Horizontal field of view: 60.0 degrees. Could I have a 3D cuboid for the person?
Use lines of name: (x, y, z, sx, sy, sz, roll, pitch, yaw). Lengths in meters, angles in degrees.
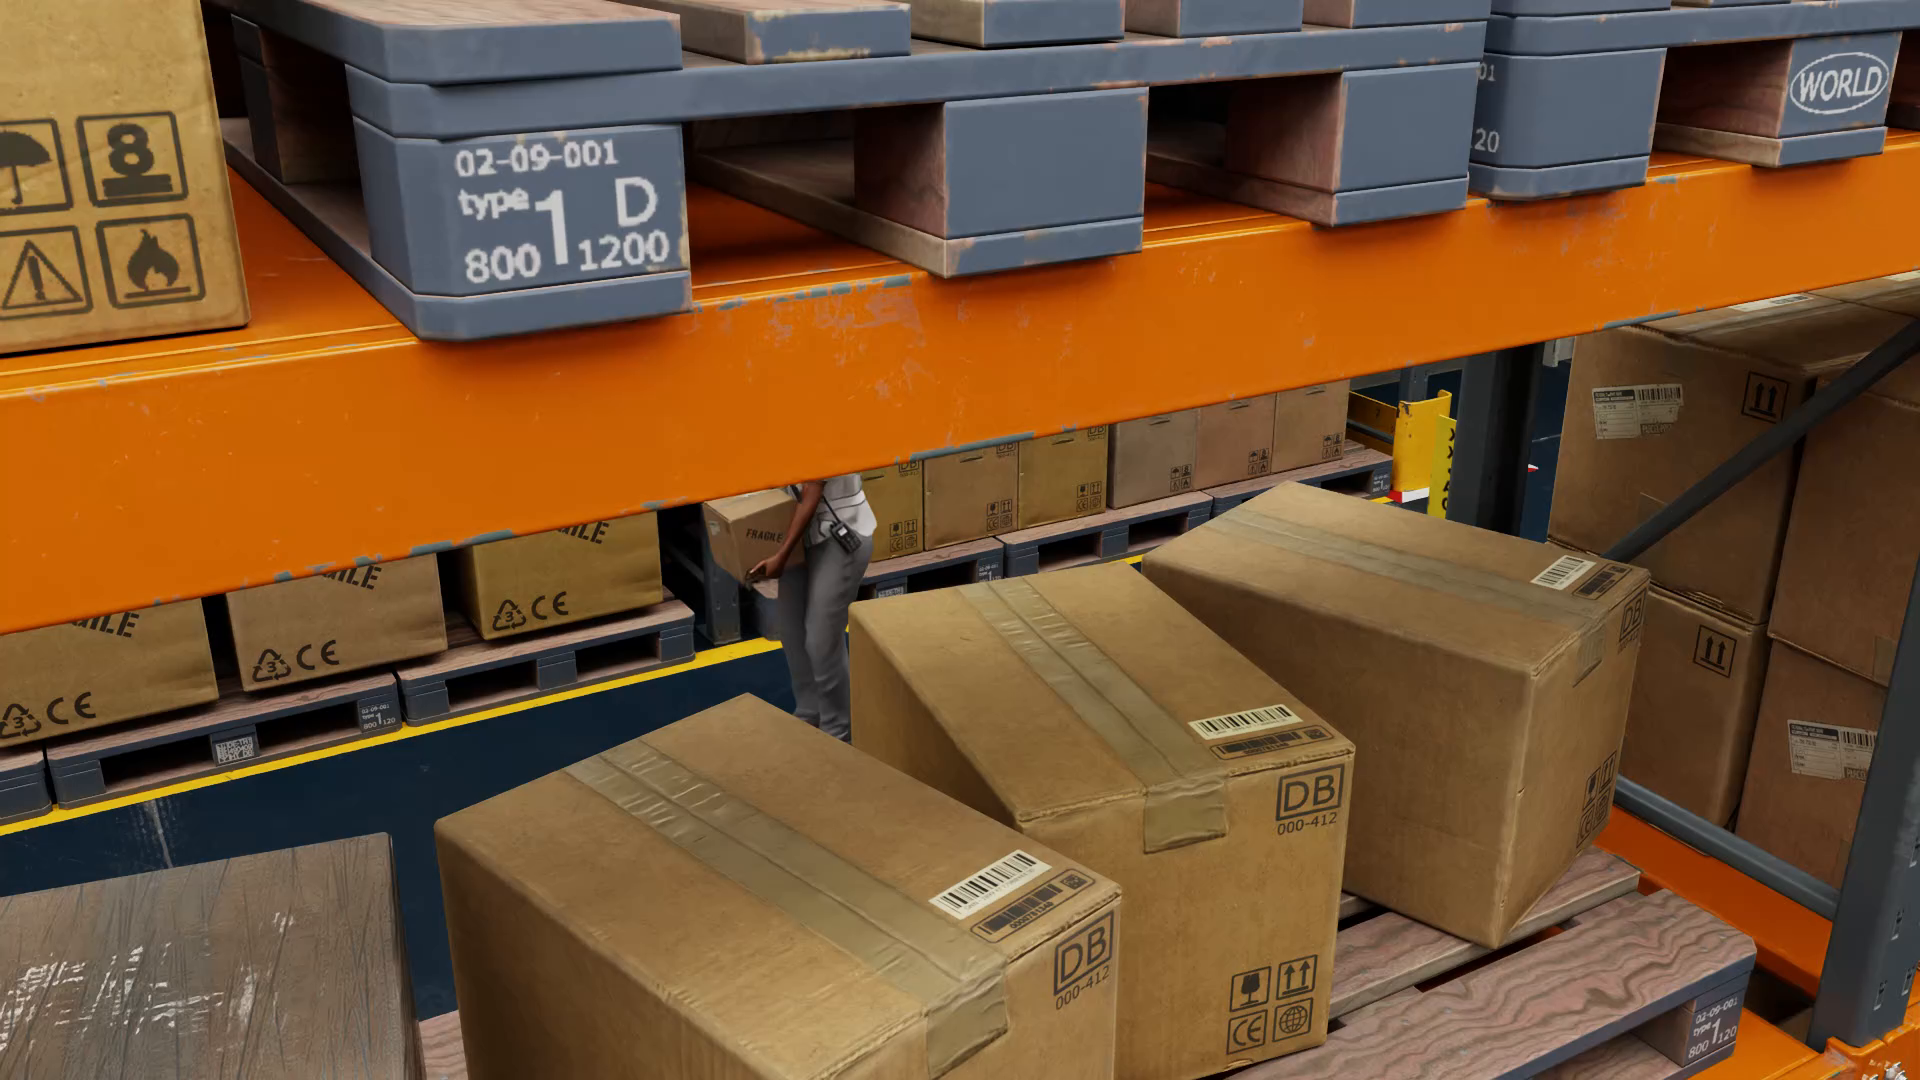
person: (-0.568, 0.022, 6.015, 0.530, 1.685, 0.416, -13, 25, -29)
